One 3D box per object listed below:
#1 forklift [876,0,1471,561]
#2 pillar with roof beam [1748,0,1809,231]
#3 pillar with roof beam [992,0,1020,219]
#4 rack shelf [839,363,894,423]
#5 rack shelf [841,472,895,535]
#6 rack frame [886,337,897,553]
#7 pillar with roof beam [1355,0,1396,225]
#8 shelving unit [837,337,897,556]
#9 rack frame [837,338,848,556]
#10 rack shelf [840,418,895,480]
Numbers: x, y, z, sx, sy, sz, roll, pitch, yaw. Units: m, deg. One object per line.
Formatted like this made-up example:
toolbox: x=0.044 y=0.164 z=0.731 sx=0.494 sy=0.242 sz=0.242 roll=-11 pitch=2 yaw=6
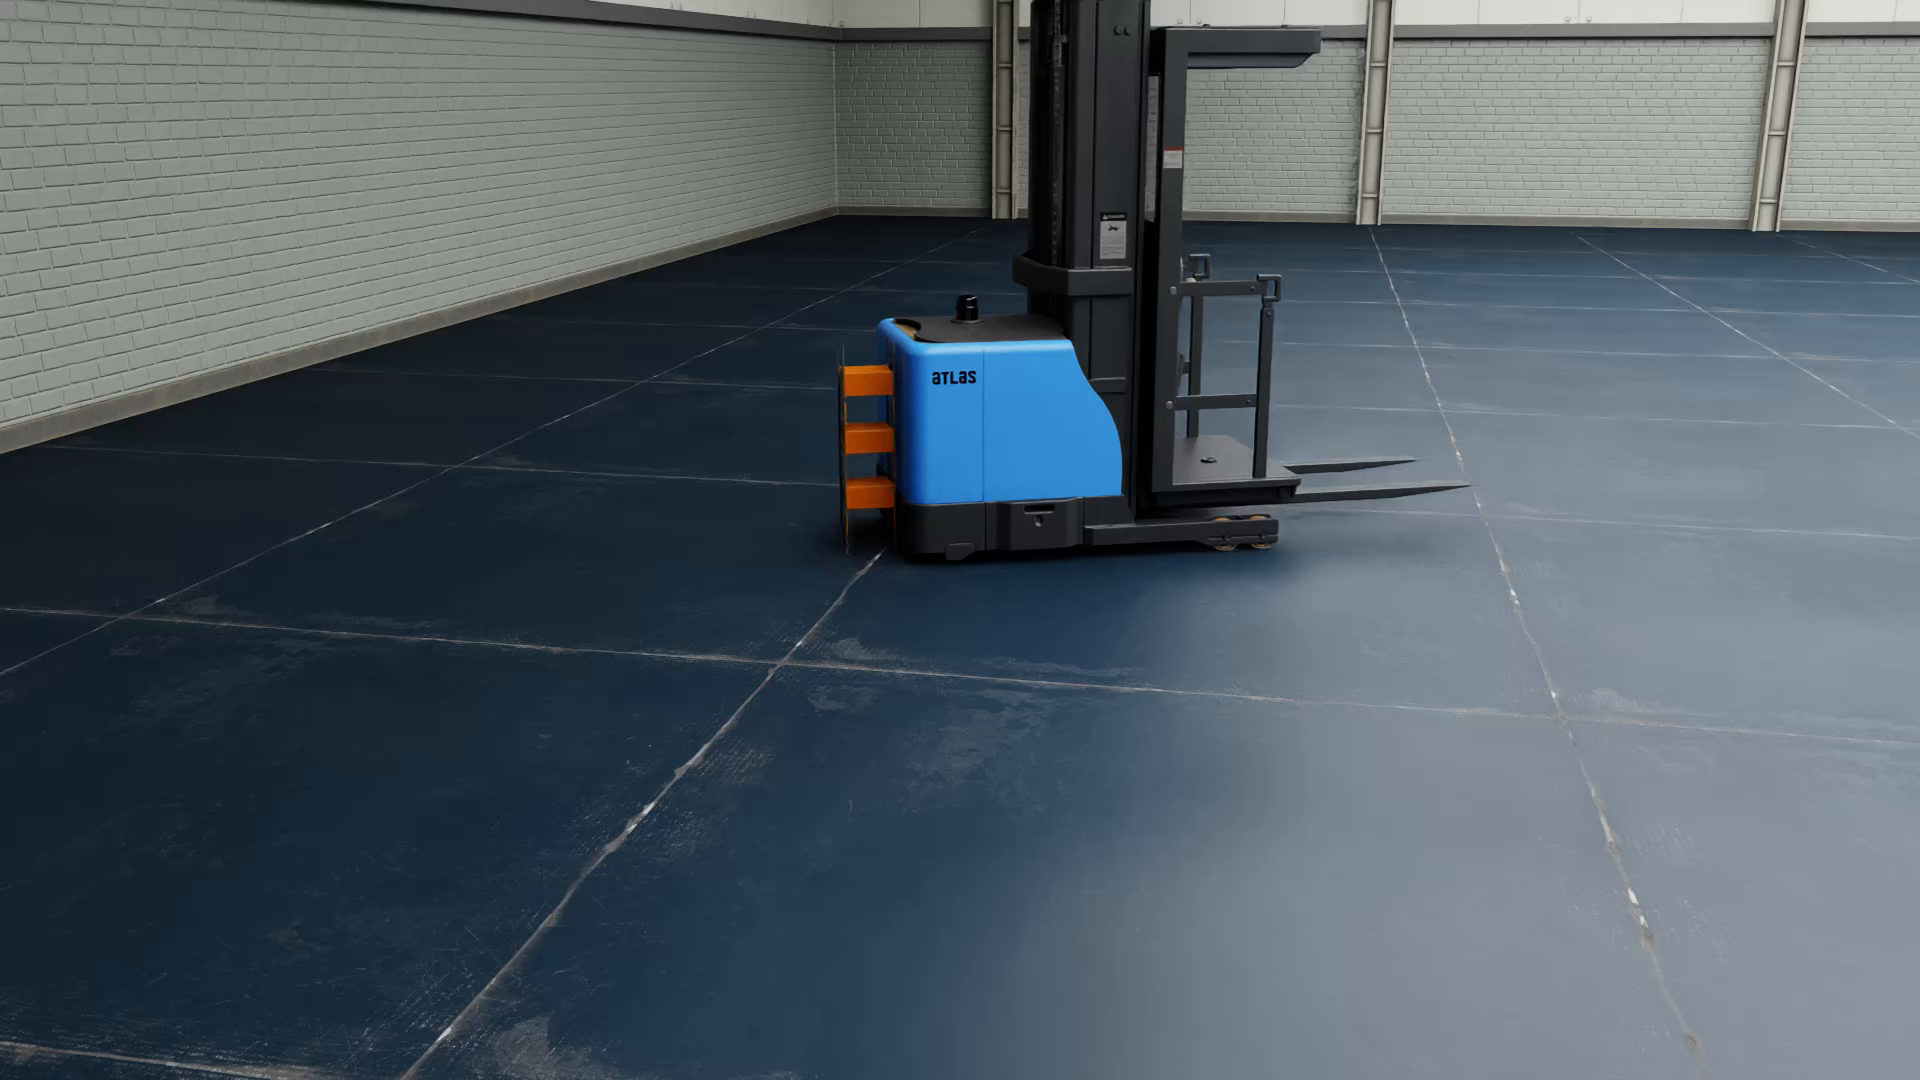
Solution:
forklift: x=1.127 y=-1.491 z=8.384 sx=3.031 sy=2.935 sz=1.130 roll=-3 pitch=16 yaw=-11
pillar with roof beam: x=11.662 y=-8.037 z=20.650 sx=0.400 sy=9.000 sz=9.100 roll=3 pitch=16 yaw=11
pillar with roof beam: x=-0.097 y=-8.676 z=22.955 sx=0.400 sy=9.000 sz=9.100 roll=3 pitch=16 yaw=11
rack shelf: x=-0.458 y=-0.722 z=8.109 sx=0.240 sy=0.259 sz=0.215 roll=-3 pitch=16 yaw=-11
rack shelf: x=-0.458 y=-0.181 z=8.259 sx=0.240 sy=0.259 sz=0.215 roll=-3 pitch=16 yaw=-11
rack frame: x=-0.339 y=-0.466 z=8.206 sx=0.008 sy=1.050 sz=0.200 roll=-3 pitch=16 yaw=-11
pillar with roof beam: x=5.782 y=-8.357 z=21.803 sx=0.400 sy=9.000 sz=9.100 roll=3 pitch=16 yaw=11
shelving unit: x=-0.458 y=-0.459 z=8.182 sx=0.252 sy=1.050 sz=0.215 roll=-3 pitch=16 yaw=-11
rack frame: x=-0.578 y=-0.452 z=8.158 sx=0.008 sy=1.050 sz=0.200 roll=-3 pitch=16 yaw=-11
rack shelf: x=-0.458 y=-0.449 z=8.185 sx=0.240 sy=0.259 sz=0.215 roll=-3 pitch=16 yaw=-11
